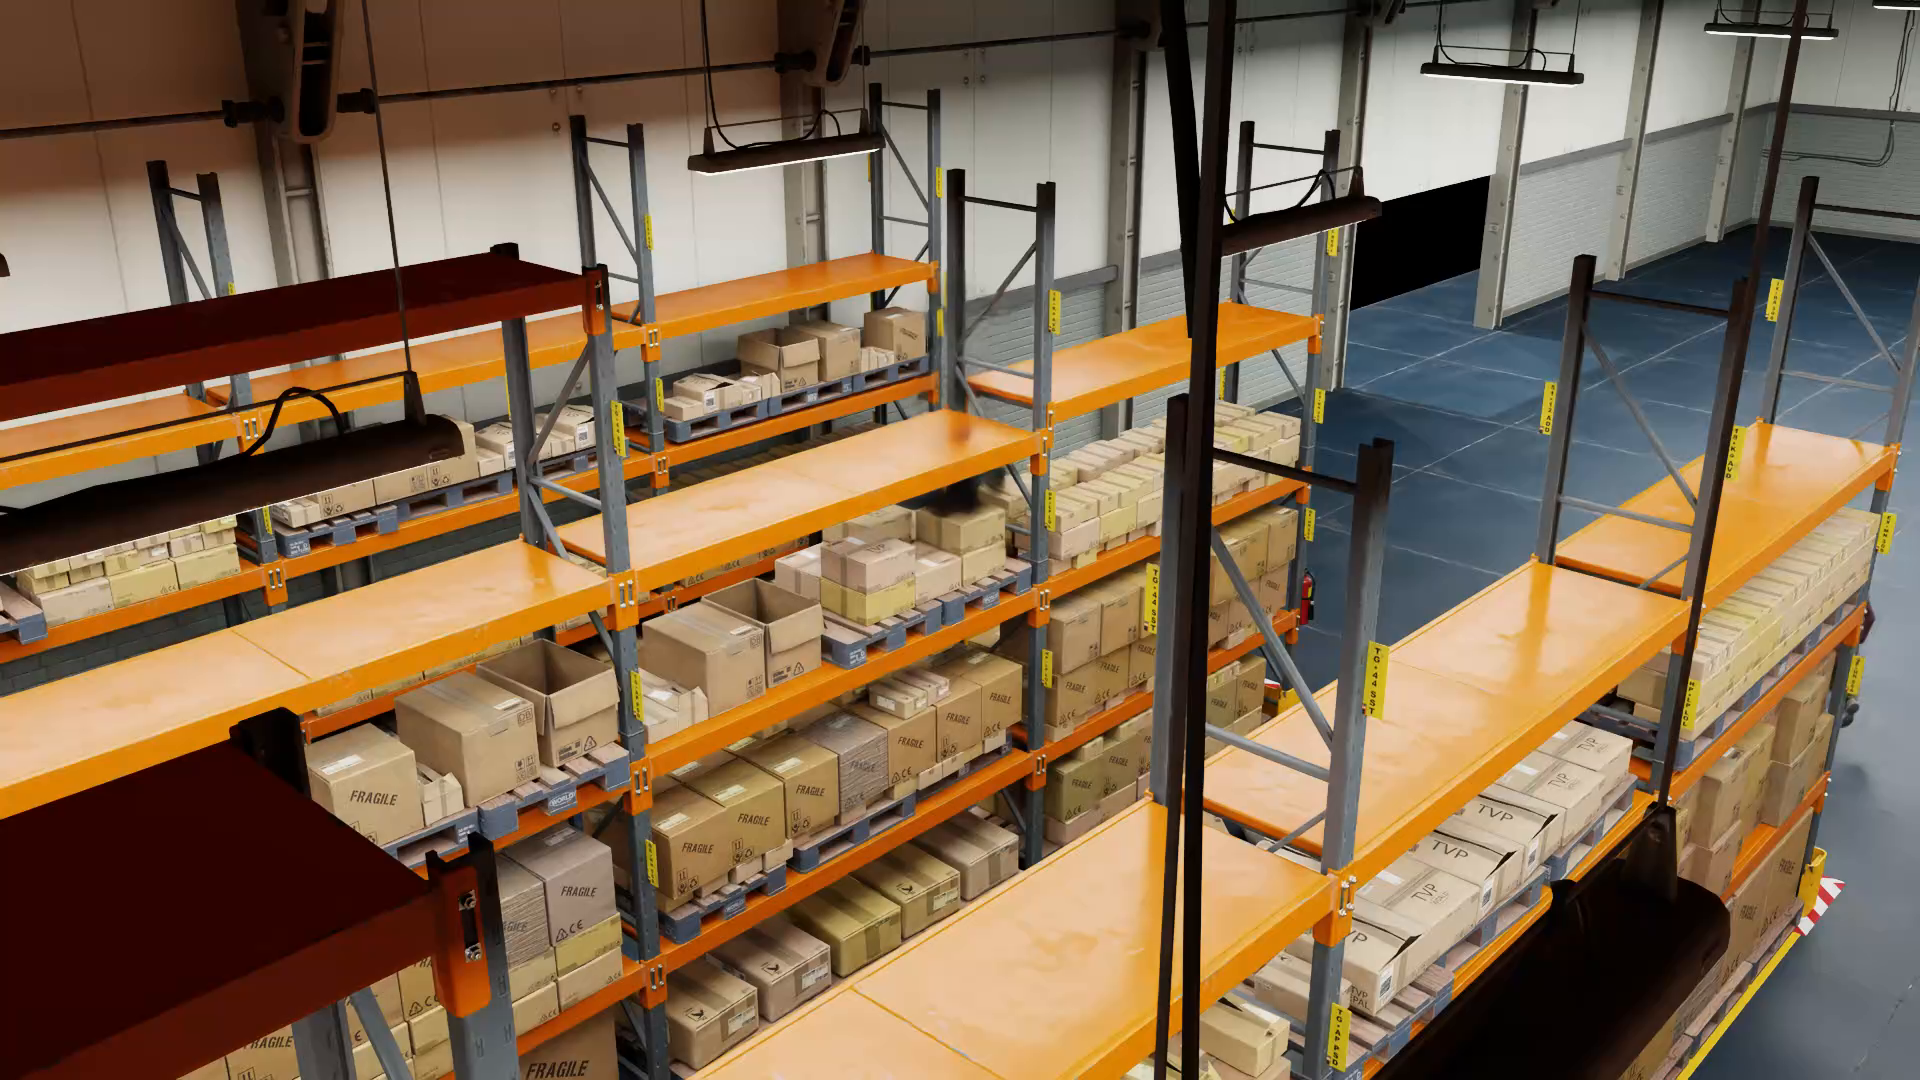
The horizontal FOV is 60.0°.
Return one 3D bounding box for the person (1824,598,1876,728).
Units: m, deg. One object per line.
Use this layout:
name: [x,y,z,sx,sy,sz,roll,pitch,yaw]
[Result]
person: [8.806,1.137,16.749,0.718,1.758,0.938,0,21,-1]
